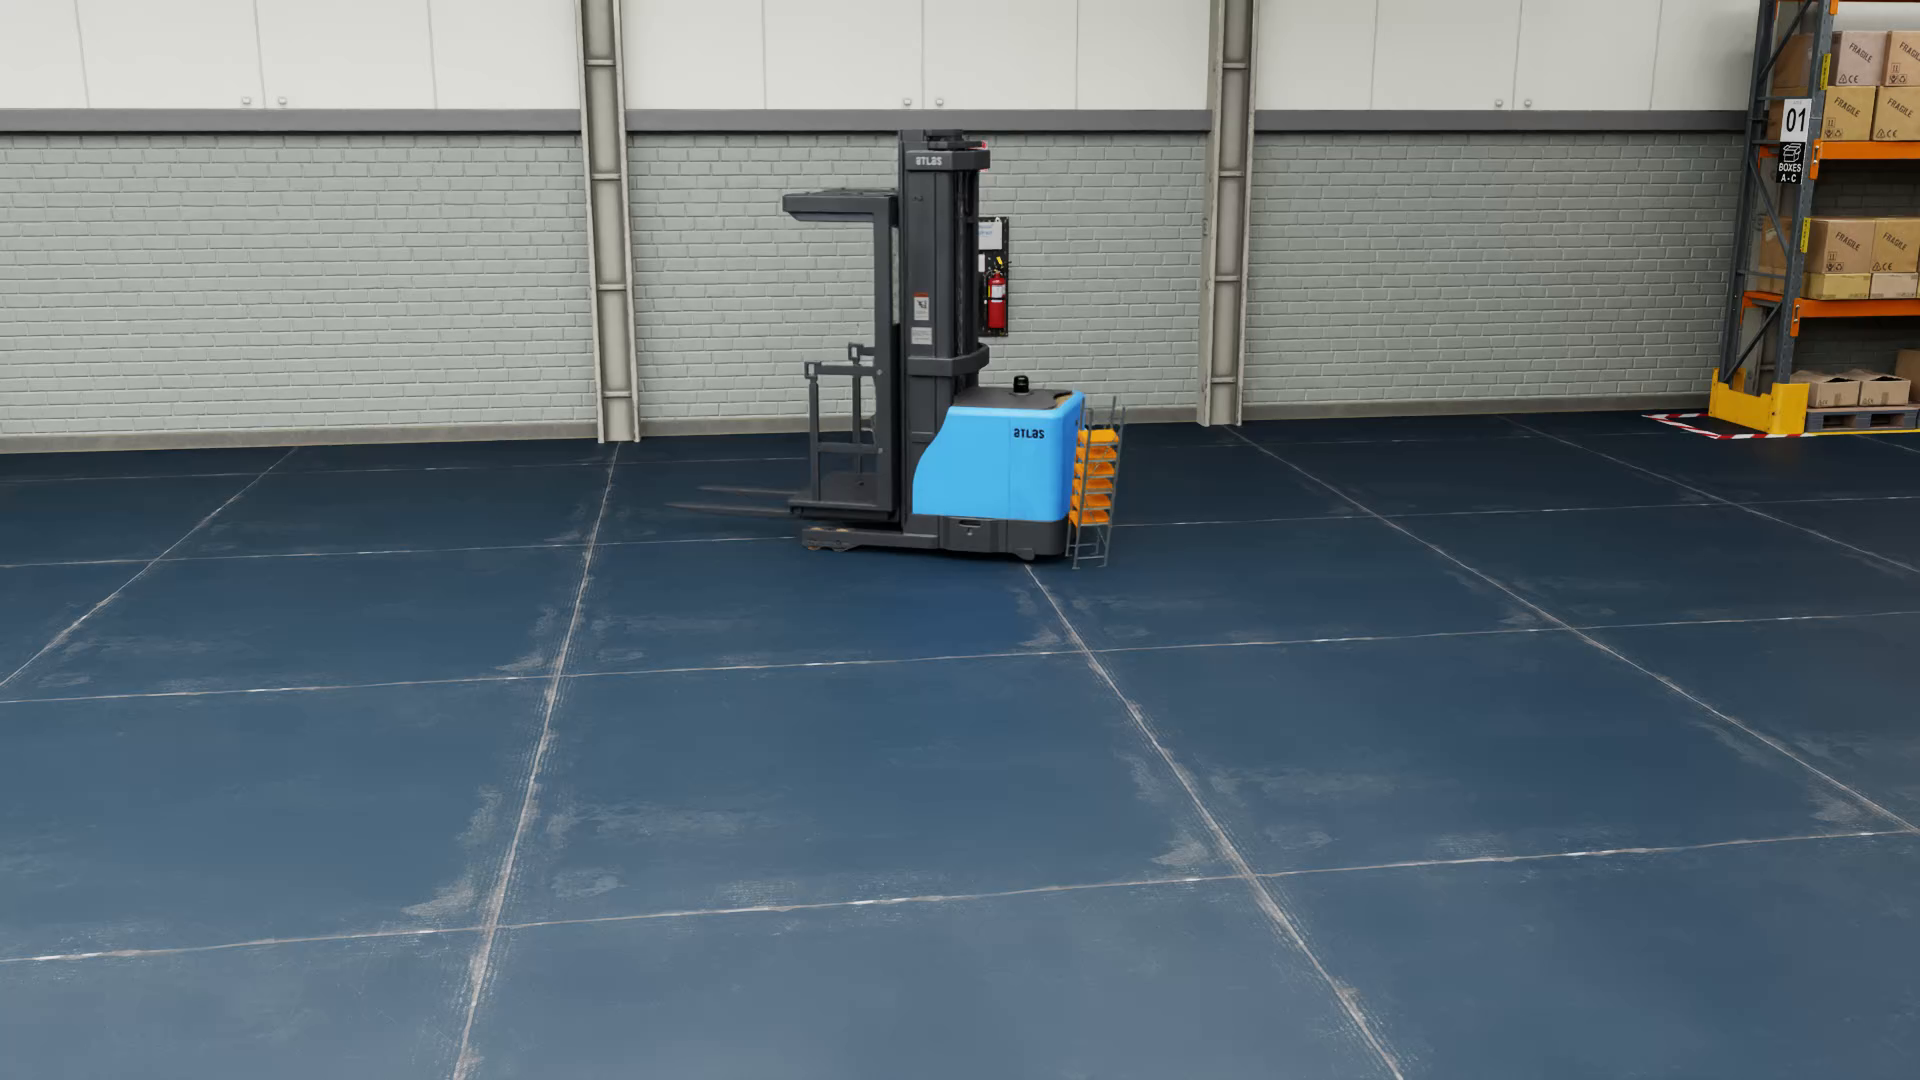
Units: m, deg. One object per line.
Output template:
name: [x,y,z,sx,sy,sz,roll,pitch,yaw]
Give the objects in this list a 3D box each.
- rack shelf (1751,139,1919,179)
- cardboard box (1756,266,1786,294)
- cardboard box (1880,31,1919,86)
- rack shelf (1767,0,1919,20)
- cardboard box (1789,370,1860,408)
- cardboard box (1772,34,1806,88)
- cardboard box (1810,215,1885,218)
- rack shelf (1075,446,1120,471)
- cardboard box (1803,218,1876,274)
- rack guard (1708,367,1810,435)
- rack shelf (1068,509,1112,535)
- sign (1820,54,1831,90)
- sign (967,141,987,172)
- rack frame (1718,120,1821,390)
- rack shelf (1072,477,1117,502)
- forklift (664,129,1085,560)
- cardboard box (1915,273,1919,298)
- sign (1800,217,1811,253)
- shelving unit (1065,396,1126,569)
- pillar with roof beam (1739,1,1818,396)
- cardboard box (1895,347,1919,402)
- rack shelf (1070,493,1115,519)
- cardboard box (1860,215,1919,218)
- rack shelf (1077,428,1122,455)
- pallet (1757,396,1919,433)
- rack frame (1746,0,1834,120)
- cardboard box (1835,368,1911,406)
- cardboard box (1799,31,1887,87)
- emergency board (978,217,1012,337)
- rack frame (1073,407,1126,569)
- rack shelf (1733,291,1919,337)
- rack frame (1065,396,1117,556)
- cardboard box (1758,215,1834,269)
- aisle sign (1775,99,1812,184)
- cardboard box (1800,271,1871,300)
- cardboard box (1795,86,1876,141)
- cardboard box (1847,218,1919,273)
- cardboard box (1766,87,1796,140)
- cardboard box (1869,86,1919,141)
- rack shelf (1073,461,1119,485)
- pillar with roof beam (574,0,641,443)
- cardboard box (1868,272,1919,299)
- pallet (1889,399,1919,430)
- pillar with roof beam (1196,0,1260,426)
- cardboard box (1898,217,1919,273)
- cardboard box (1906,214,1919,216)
rack shelf: [9.986,-3.809,16.557,4.000,0.370,1.077,-2,14,-8]
cardboard box: [8.442,-2.631,16.814,0.500,0.250,0.500,-2,14,-7]
cardboard box: [8.929,-4.590,15.891,0.500,0.500,0.500,-2,14,-9]
rack shelf: [9.986,-5.262,16.192,4.000,0.370,1.077,-2,14,-8]
cardboard box: [8.706,-1.543,16.832,0.500,0.311,0.500,-4,15,-15]
cardboard box: [8.396,-4.707,16.357,0.500,0.500,0.500,-1,14,-6]
cardboard box: [8.942,-3.015,16.805,0.500,0.500,0.500,-2,14,-8]
rack shelf: [0.922,-0.552,11.154,0.258,0.103,0.180,-4,29,-14]
cardboard box: [8.526,-2.876,16.250,0.500,0.500,0.500,-2,14,-8]
rack guard: [8.084,-1.421,16.860,0.348,0.500,1.175,-2,14,-8]
rack shelf: [0.892,-0.130,11.380,0.258,0.103,0.180,-4,29,-14]
sign: [8.090,-4.379,15.553,0.005,0.325,0.100,-2,14,-8]
sign: [0.167,-3.714,16.101,0.199,0.298,0.001,-2,14,-8]
rack frame: [8.009,-2.631,16.545,0.127,3.000,1.000,-2,14,-8]
rack shelf: [0.907,-0.341,11.267,0.258,0.103,0.180,-4,29,-14]
forklift: [-0.649,-1.454,11.995,3.031,2.935,1.130,3,14,14]
cardboard box: [9.555,-2.548,16.483,0.500,0.250,0.500,-2,14,-9]
sign: [8.090,-2.920,15.919,0.005,0.325,0.100,-2,14,-8]
shelving unit: [0.910,-0.380,11.246,0.258,1.200,0.189,-4,29,-14]
pillar with roof beam: [9.213,-4.738,12.617,0.400,9.000,9.100,-2,14,-8]
cardboard box: [10.003,-1.670,16.950,0.500,0.500,0.700,-3,14,-12]
rack shelf: [0.899,-0.235,11.324,0.258,0.103,0.180,-4,29,-14]
cardboard box: [9.453,-3.035,16.884,0.500,0.500,0.500,-2,14,-10]
rack shelf: [0.930,-0.657,11.098,0.258,0.103,0.180,-4,29,-14]
pallet: [8.892,-1.302,16.979,1.213,0.211,1.003,-2,14,-8]
rack frame: [8.009,-5.541,15.815,0.127,3.000,1.000,-2,14,-8]
cardboard box: [9.270,-1.564,16.915,0.500,0.311,0.500,-1,14,-4]
cardboard box: [8.426,-4.584,15.867,0.500,0.500,0.500,-3,14,-12]
emergency board: [0.190,-2.566,16.288,0.643,1.169,0.194,-2,14,-8]
rack frame: [0.932,-0.337,11.169,0.240,1.200,0.006,-4,29,-14]
rack shelf: [9.986,-2.354,16.922,4.000,0.370,1.077,-2,14,-8]
rack frame: [0.887,-0.423,11.324,0.240,1.200,0.006,-4,29,-14]
cardboard box: [8.443,-3.000,16.742,0.500,0.500,0.500,-2,14,-9]
aisle sign: [7.982,-3.817,15.931,0.004,0.787,0.394,-2,14,-8]
cardboard box: [8.539,-2.509,16.327,0.500,0.250,0.500,-3,14,-10]
cardboard box: [8.377,-4.096,15.974,0.500,0.500,0.500,-2,14,-7]
cardboard box: [9.016,-2.892,16.312,0.500,0.500,0.500,-2,14,-8]
cardboard box: [8.384,-4.220,16.469,0.500,0.500,0.500,-1,14,-4]
cardboard box: [8.913,-4.107,16.017,0.500,0.500,0.500,-1,14,-5]
rack shelf: [0.914,-0.446,11.211,0.258,0.103,0.180,-4,29,-14]
pillar with roof beam: [-2.653,-4.304,10.883,0.400,9.000,9.100,-2,14,-8]
cardboard box: [9.050,-2.531,16.416,0.500,0.250,0.500,-3,14,-10]
pallet: [10.096,-1.345,17.152,1.213,0.211,1.003,-2,14,-8]
pillar with roof beam: [3.280,-4.521,11.750,0.400,9.000,9.100,-2,14,-8]
cardboard box: [9.528,-2.909,16.381,0.500,0.500,0.500,-3,14,-10]
cardboard box: [9.951,-3.053,16.957,0.500,0.500,0.500,-2,14,-8]
